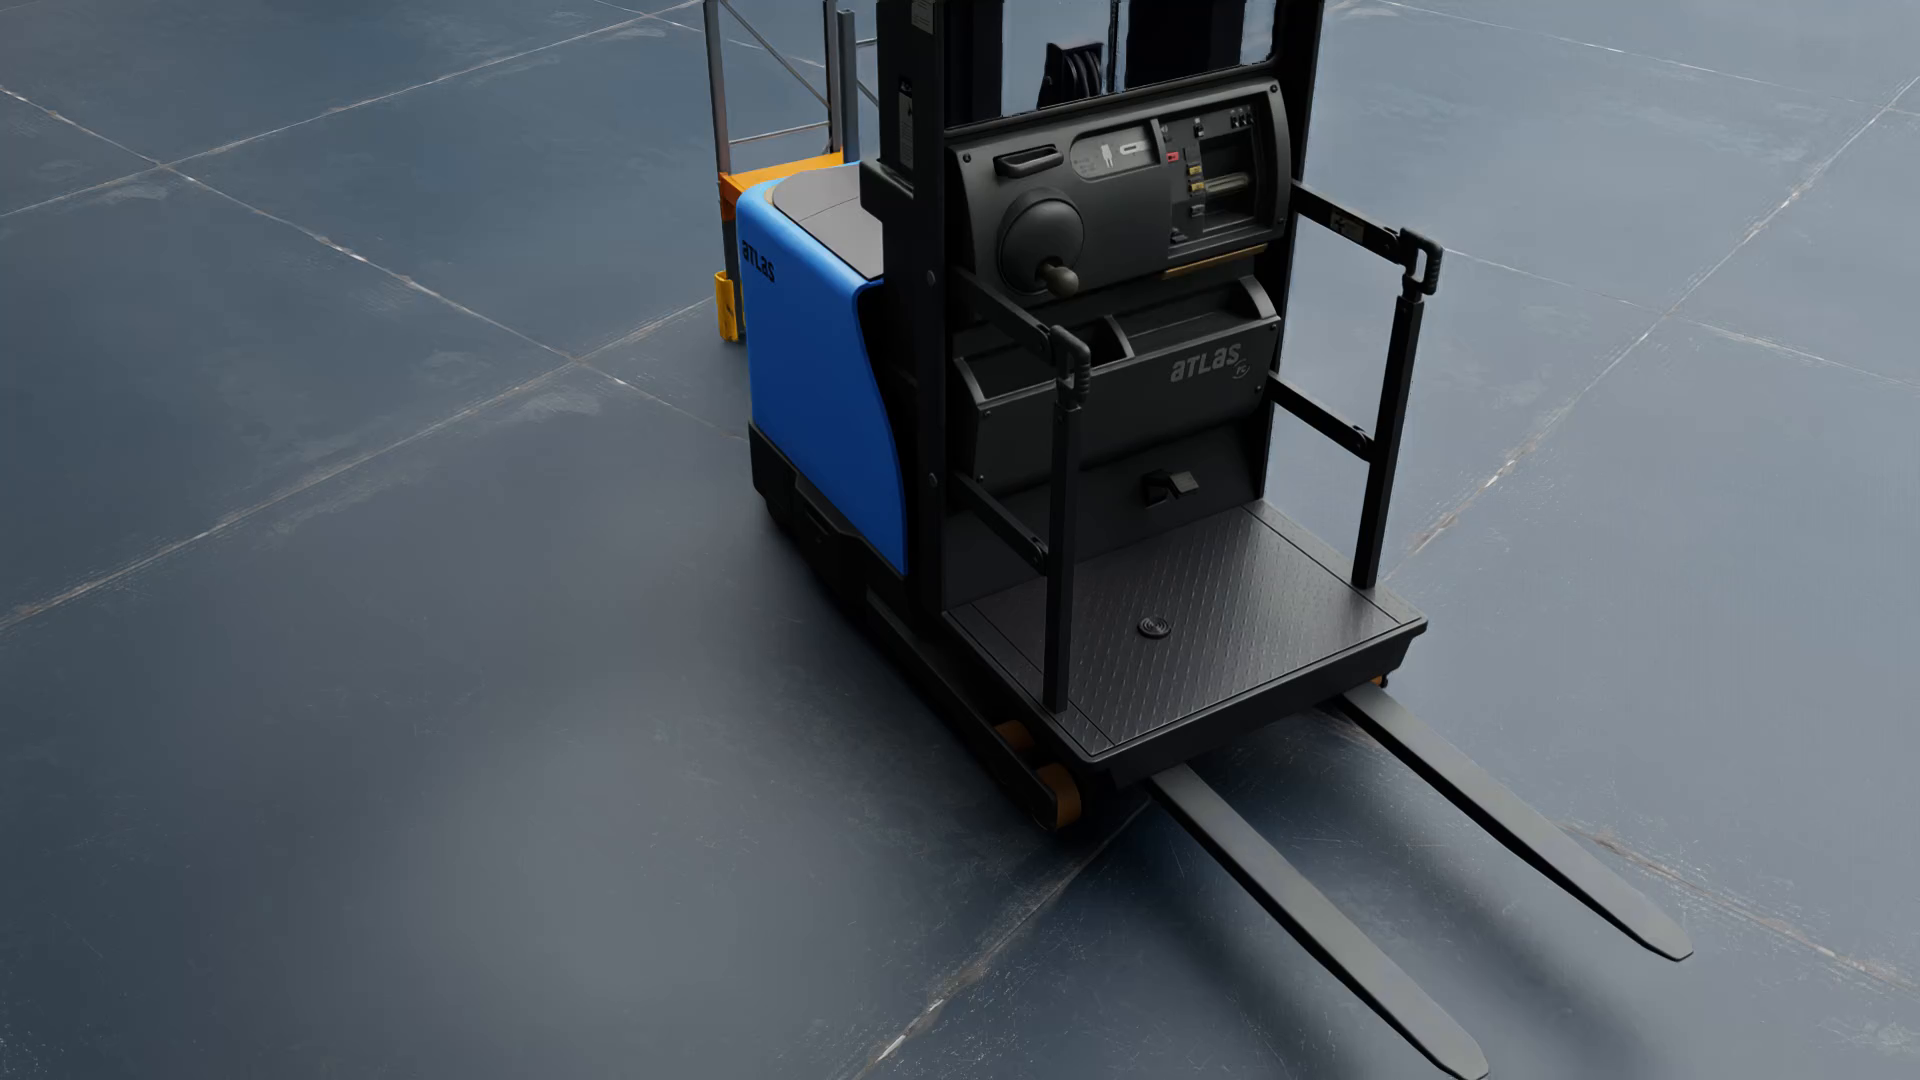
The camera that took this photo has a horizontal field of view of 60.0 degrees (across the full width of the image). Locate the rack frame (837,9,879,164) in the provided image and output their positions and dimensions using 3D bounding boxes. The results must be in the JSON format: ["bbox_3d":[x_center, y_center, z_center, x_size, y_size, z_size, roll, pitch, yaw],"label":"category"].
[{"bbox_3d":[-0.137,-0.989,5.365,0.500,1.500,0.032,-19,39,-25],"label":"rack frame"}]

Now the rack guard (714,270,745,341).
[{"bbox_3d":[-0.659,-0.967,6.437,0.587,0.250,0.087,-19,39,-25],"label":"rack guard"}]

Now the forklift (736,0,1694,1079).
[{"bbox_3d":[0.517,-0.781,3.798,1.130,2.935,3.031,-19,39,-25],"label":"forklift"}]

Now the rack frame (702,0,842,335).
[{"bbox_3d":[-0.660,-1.482,6.084,0.500,1.500,0.032,-19,39,-25],"label":"rack frame"}]

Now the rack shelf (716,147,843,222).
[{"bbox_3d":[-0.399,-1.087,5.826,0.538,0.185,1.000,-19,39,-25],"label":"rack shelf"}]

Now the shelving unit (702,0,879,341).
[{"bbox_3d":[-0.403,-1.240,5.731,0.587,1.500,1.083,-19,39,-25],"label":"shelving unit"}]
